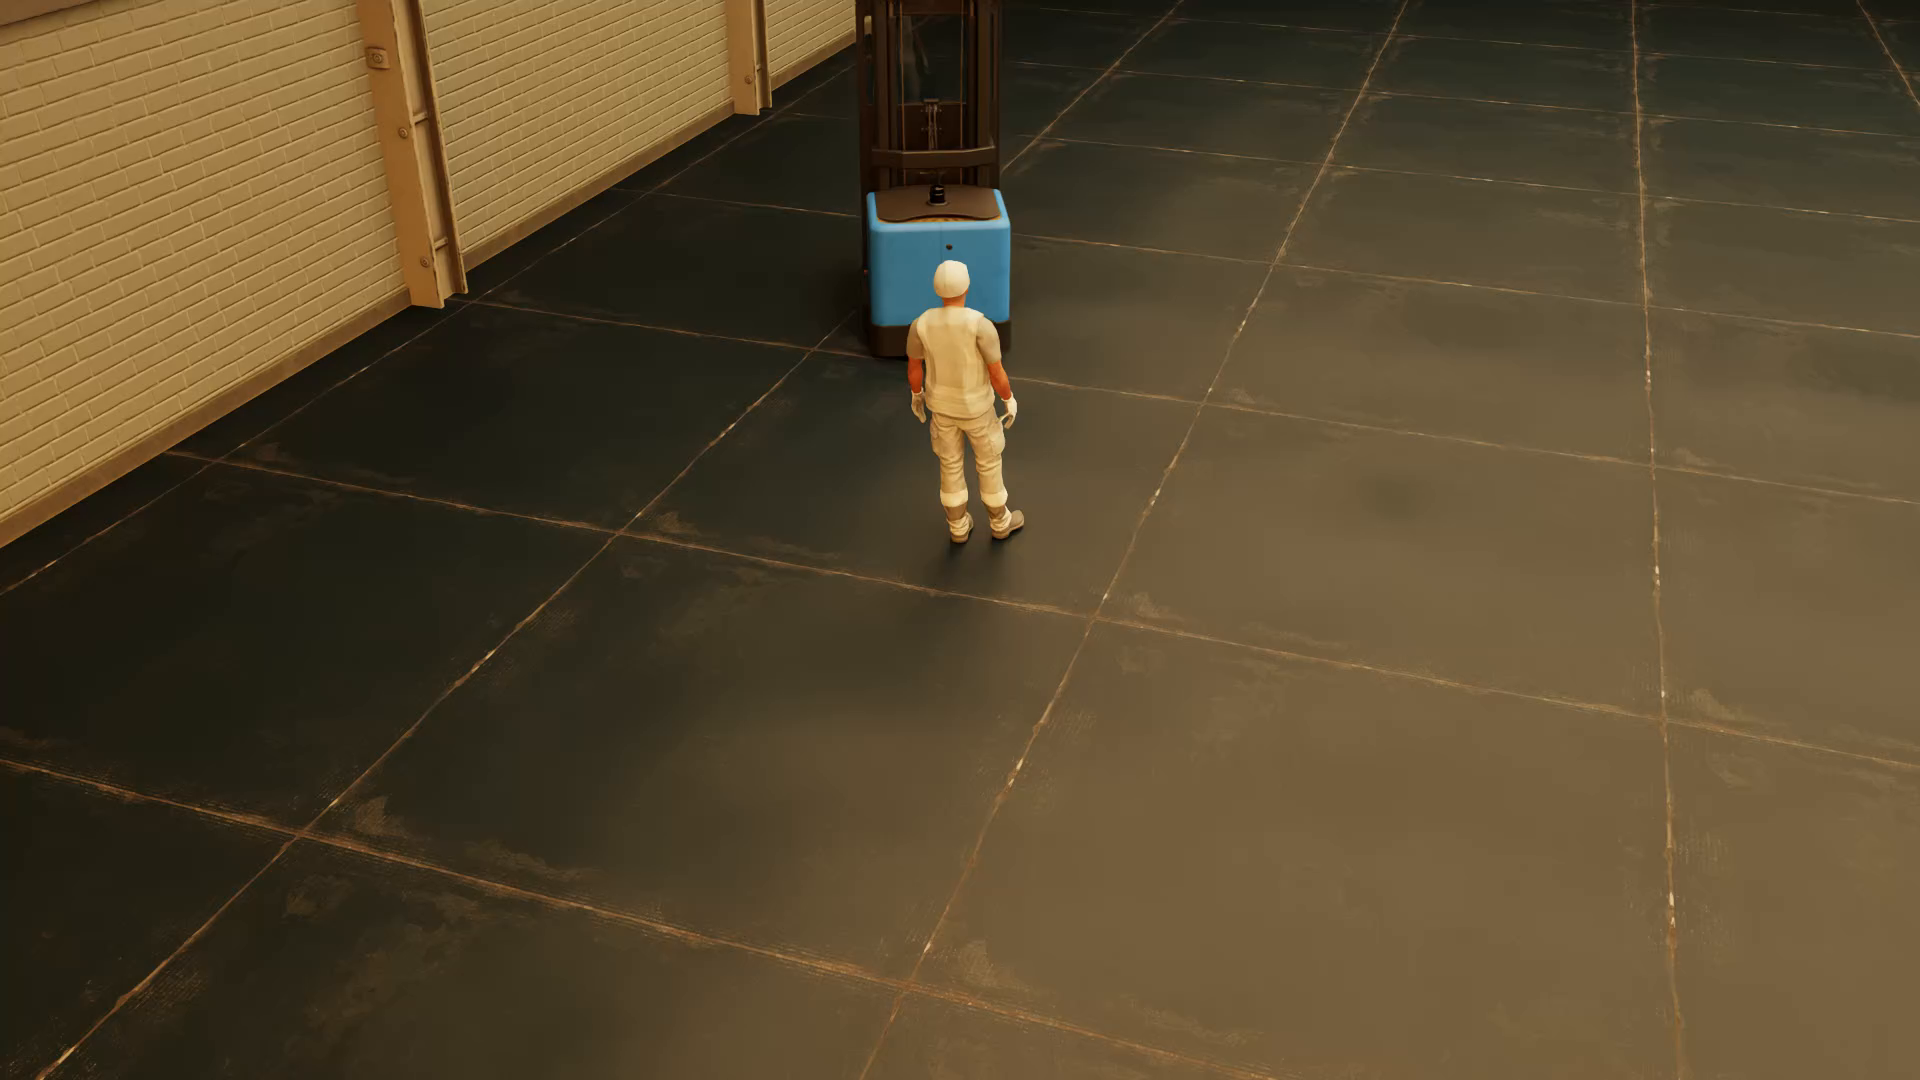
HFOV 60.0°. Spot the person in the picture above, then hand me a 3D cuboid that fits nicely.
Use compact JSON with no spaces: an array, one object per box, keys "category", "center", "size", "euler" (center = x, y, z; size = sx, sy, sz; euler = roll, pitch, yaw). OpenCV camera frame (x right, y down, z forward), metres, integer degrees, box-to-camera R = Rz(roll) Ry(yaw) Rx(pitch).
[{"category":"person","center":[0.036,-0.819,9.713],"size":[0.638,1.789,0.562],"euler":[10,31,16]}]

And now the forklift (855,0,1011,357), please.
[{"category":"forklift","center":[-0.255,-3.336,12.988],"size":[1.130,2.935,3.031],"euler":[-2,30,-4]}]
